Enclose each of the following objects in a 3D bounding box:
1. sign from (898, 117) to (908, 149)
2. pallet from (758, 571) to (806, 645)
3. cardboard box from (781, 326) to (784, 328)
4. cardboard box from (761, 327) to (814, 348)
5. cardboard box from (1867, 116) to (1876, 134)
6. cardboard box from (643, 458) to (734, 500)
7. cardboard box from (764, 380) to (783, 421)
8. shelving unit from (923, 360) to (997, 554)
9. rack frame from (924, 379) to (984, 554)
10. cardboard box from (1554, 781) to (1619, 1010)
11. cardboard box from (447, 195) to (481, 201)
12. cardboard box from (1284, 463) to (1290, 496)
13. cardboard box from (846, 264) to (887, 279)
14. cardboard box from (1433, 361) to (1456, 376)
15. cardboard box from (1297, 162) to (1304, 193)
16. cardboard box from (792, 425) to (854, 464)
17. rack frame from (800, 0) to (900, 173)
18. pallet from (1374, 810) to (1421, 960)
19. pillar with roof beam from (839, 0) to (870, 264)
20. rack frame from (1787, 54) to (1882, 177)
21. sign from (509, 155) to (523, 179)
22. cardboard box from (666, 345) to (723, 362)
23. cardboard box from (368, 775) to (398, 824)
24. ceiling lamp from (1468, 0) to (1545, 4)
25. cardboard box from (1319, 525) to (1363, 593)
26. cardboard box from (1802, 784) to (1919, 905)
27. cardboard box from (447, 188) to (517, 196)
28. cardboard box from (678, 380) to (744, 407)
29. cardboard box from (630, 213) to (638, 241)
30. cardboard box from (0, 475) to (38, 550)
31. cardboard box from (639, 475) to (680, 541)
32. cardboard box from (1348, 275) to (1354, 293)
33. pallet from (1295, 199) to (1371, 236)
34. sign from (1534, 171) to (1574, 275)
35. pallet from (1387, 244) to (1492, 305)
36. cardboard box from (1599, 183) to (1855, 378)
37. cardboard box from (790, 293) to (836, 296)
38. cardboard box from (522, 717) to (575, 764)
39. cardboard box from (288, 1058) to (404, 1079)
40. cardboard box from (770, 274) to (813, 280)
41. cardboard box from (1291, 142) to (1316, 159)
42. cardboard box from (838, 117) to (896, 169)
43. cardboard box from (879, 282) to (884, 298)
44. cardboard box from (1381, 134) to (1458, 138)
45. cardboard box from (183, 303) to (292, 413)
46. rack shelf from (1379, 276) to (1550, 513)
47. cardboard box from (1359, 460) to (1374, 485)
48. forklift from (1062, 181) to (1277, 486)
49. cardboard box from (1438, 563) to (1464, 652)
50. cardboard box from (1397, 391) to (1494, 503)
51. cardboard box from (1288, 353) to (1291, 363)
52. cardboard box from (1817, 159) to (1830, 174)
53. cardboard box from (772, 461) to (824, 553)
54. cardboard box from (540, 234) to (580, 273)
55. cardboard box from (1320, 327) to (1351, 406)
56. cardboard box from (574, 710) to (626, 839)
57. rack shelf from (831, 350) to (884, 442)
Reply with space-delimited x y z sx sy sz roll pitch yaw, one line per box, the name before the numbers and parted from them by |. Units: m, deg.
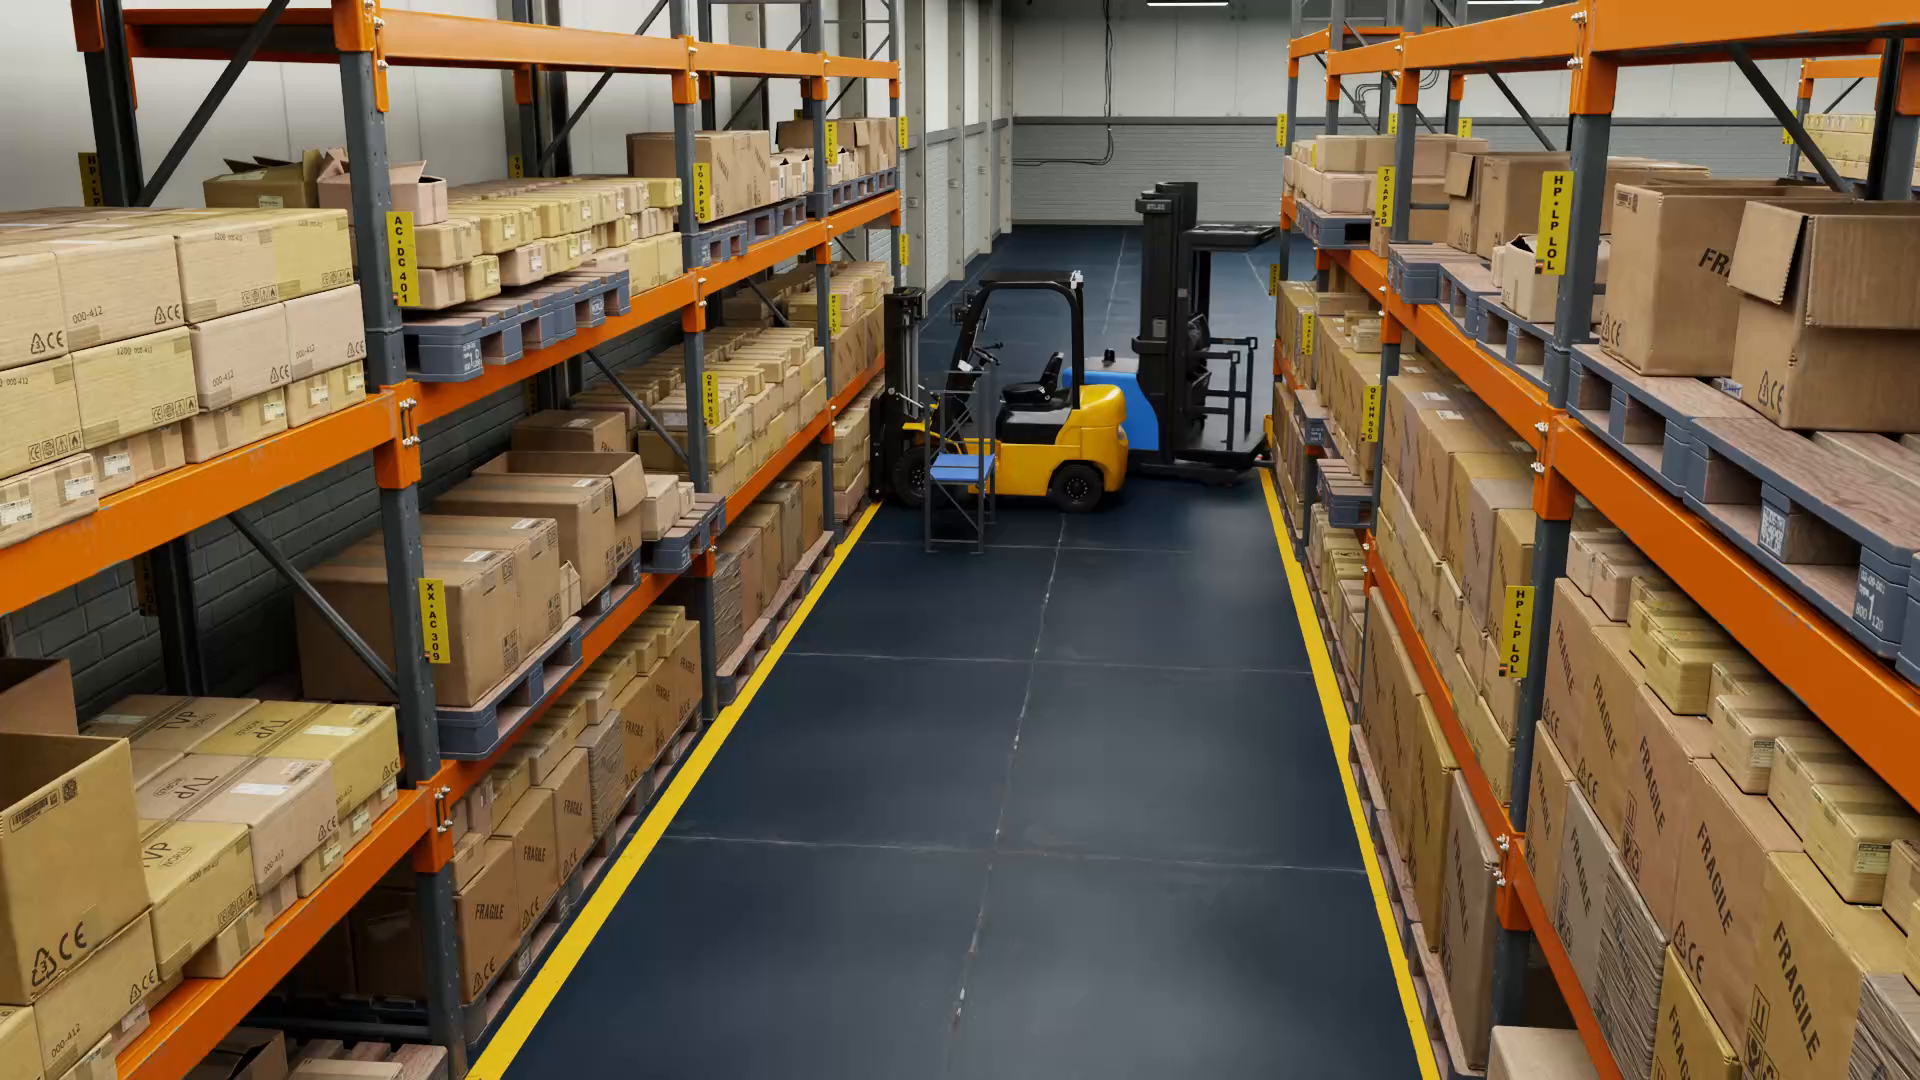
sign | -0.595 -4.226 17.253 0.100 0.325 0.005 2 15 6
pallet | -1.763 0.485 12.465 1.003 0.211 1.213 2 15 6
cardboard box | -1.742 -1.673 14.910 0.500 0.500 0.500 2 15 7
cardboard box | -1.402 -1.637 13.536 0.380 0.149 0.250 2 15 8
cardboard box | 8.203 -3.633 14.562 0.380 0.149 0.250 2 15 7
cardboard box | -1.742 -0.369 10.567 0.500 0.250 0.500 2 15 6
cardboard box | -1.575 -1.009 11.975 0.500 0.250 0.500 2 15 7
shelving unit | 0.010 -0.746 14.548 0.538 1.500 1.048 2 15 6
rack frame | -0.048 -0.614 14.061 0.500 1.500 0.032 2 15 6
cardboard box | 2.072 1.045 4.858 0.500 0.500 0.500 2 15 7
cardboard box | -2.421 -1.499 7.628 0.380 0.149 0.250 2 15 8
cardboard box | 3.260 -0.532 15.348 0.500 0.250 0.500 2 15 7
cardboard box | -0.960 -2.749 17.079 0.380 0.149 0.250 2 15 6
cardboard box | 3.230 -0.828 10.412 0.500 0.500 0.500 2 15 9
cardboard box | 3.301 -3.262 14.952 0.500 0.250 0.500 2 15 7
cardboard box | -1.218 -0.845 14.589 0.500 0.250 0.500 1 15 5
rack frame | -1.133 -5.304 17.039 1.000 3.000 0.127 2 15 6
pallet | 2.593 1.676 8.061 1.003 0.211 1.213 2 15 6
pillar with roof beam | 2.848 -6.580 21.756 9.100 9.000 0.400 2 15 6
rack frame | 8.730 -5.040 16.060 1.000 3.000 0.127 2 15 6
sign | -2.586 -2.088 9.748 0.100 0.325 0.005 2 15 6
cardboard box | -2.010 -1.384 12.600 0.380 0.149 0.250 2 15 6
cardboard box | -2.272 0.915 6.012 0.380 0.149 0.250 2 15 7
ceiling lamp | 12.904 -14.389 39.454 2.000 3.185 0.800 2 15 6
cardboard box | 3.214 0.163 12.543 0.950 0.372 0.625 3 15 10
cardboard box | 1.925 0.611 3.306 0.380 0.149 0.250 2 15 8
cardboard box | -2.457 -1.693 8.384 0.380 0.149 0.250 2 15 6
cardboard box | -1.657 -0.974 11.082 0.380 0.149 0.250 2 15 7
cardboard box | -1.940 -1.668 8.863 0.380 0.149 0.250 2 15 8
cardboard box | -2.401 -0.056 3.857 0.380 0.149 0.250 2 15 6
cardboard box | -1.833 -0.181 9.066 0.500 0.250 0.500 1 15 4
cardboard box | 3.693 -2.140 14.152 0.700 0.500 0.500 2 15 7
pallet | 3.173 -2.426 12.501 1.213 0.211 1.003 2 15 6
sign | 1.906 -1.014 5.325 0.100 0.325 0.005 2 15 6
pallet | 2.877 -1.377 8.622 1.213 0.211 1.003 2 15 9
cardboard box | 2.171 -0.752 4.761 0.500 0.500 0.500 2 15 7
cardboard box | -1.294 -2.087 14.629 0.380 0.149 0.250 1 15 5
cardboard box | -2.097 0.969 8.073 0.380 0.149 0.250 2 15 8
cardboard box | -2.258 2.031 6.063 0.380 0.149 0.250 1 15 5
cardboard box | -1.637 -2.499 16.152 0.380 0.149 0.250 1 15 5
cardboard box | 3.353 -3.697 15.794 0.380 0.149 0.250 2 15 6
cardboard box | -0.940 -4.034 16.899 0.500 0.500 0.500 2 15 8
cardboard box | -0.983 -2.539 16.871 0.380 0.149 0.250 2 15 7
cardboard box | 3.410 -2.891 12.387 0.500 0.250 0.500 2 15 8
cardboard box | -2.340 -0.548 4.912 0.500 0.250 0.500 1 15 4
rack shelf | 2.671 -0.770 7.396 1.077 0.370 4.000 2 15 6
cardboard box | 2.659 -0.433 10.195 0.380 0.149 0.250 2 15 7
forklift | 2.607 -2.107 16.839 3.031 2.935 1.130 5 16 19
cardboard box | 2.355 0.294 7.157 0.500 0.250 0.500 2 15 8
cardboard box | 2.552 -0.470 8.545 0.500 0.500 0.500 2 15 6
cardboard box | 3.361 -1.795 16.035 0.380 0.149 0.250 2 15 8
cardboard box | 8.316 -3.511 15.638 0.380 0.149 0.250 2 15 6
cardboard box | -1.632 -0.292 13.739 0.875 0.625 0.625 2 15 9
cardboard box | -1.907 -1.270 7.351 0.380 0.149 0.250 2 15 8
cardboard box | 2.885 -1.249 11.970 0.500 0.500 0.500 2 15 6
cardboard box | -2.033 1.187 8.510 0.500 0.500 0.500 1 15 4
rack shelf | -1.358 -1.542 15.998 1.077 0.370 4.000 2 15 6
